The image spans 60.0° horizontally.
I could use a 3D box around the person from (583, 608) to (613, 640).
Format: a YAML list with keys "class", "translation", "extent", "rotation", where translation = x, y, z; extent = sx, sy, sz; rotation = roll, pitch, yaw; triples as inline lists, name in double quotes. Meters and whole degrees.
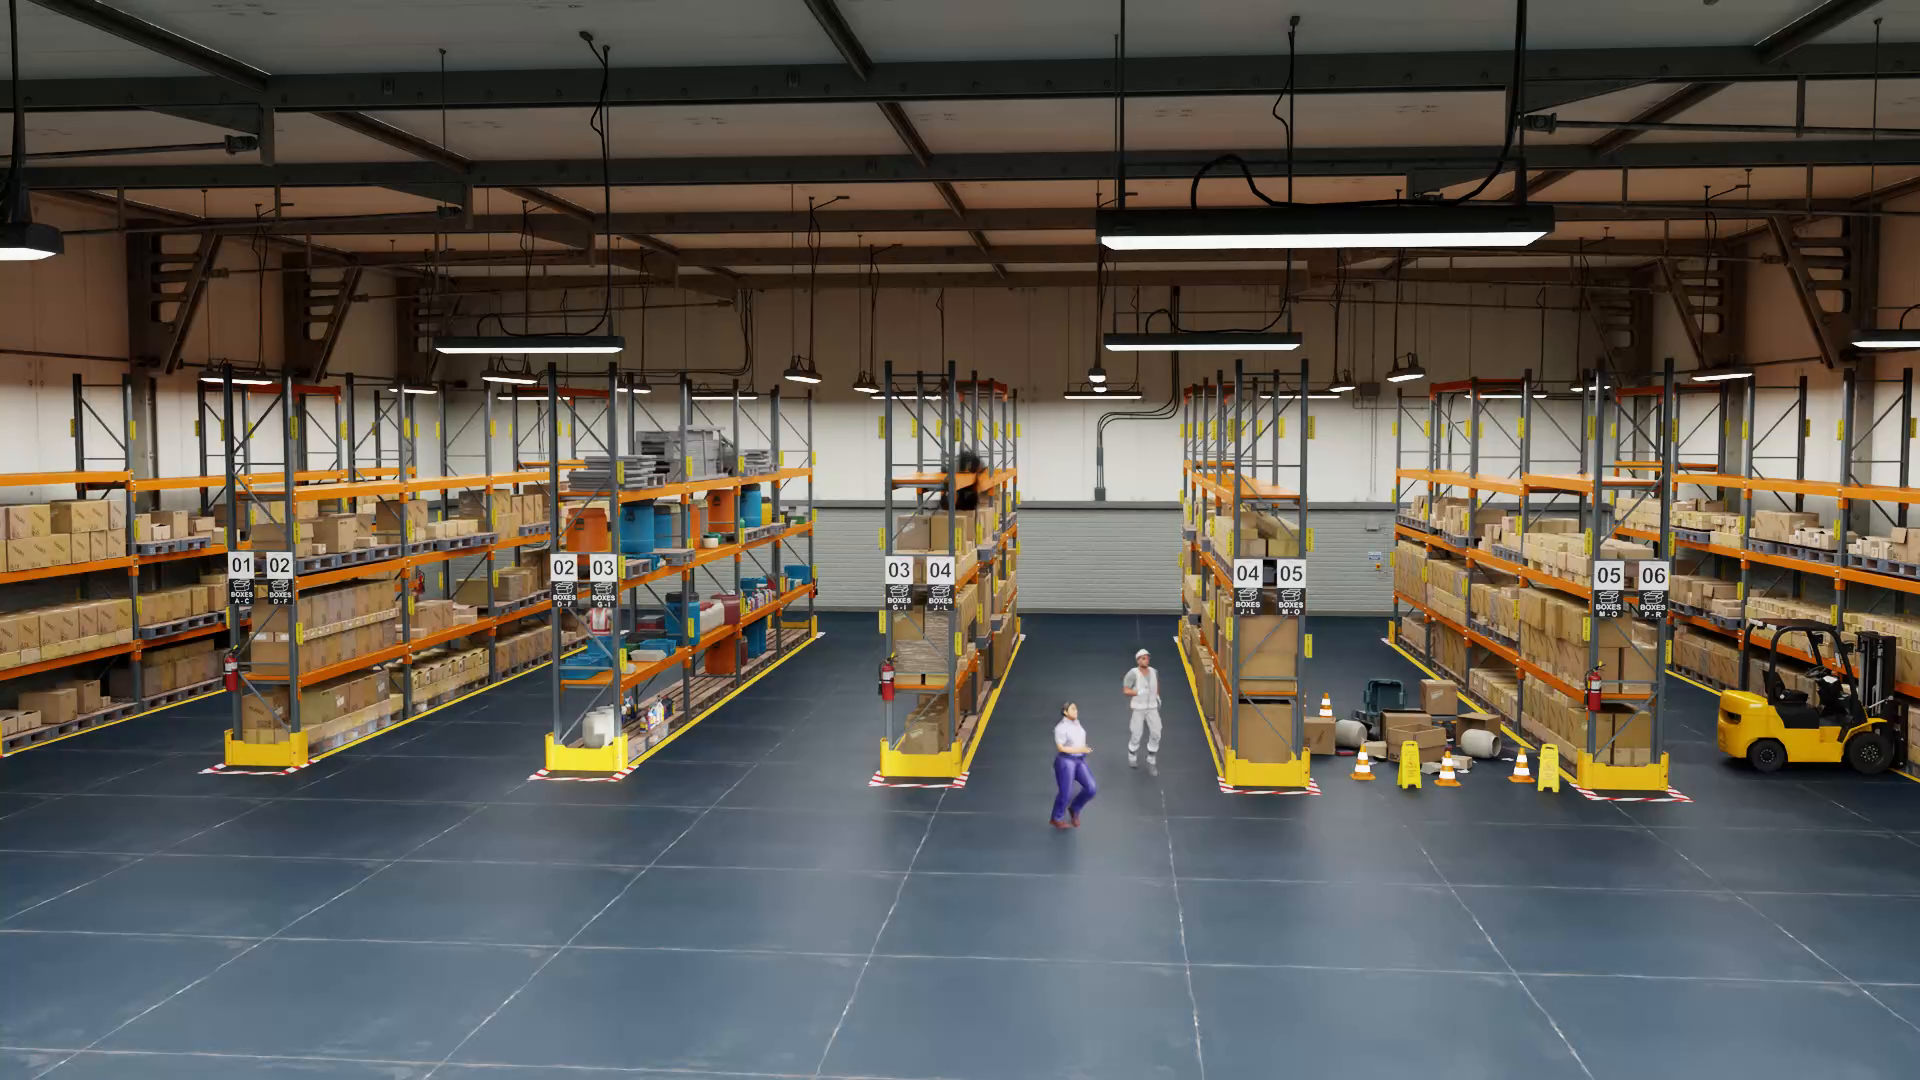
- class: "person"
  translation: [-7.176, 1.960, 33.075]
  extent: [0.655, 1.742, 0.593]
  rotation: [0, 4, -6]

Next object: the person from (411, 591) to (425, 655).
- class: "person"
  translation: [-11.200, 1.910, 34.133]
  extent: [0.633, 1.732, 0.789]
  rotation: [0, 4, -1]

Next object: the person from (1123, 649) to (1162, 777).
- class: "person"
  translation: [2.665, 2.505, 24.160]
  extent: [0.664, 1.850, 0.770]
  rotation: [-1, 4, -16]

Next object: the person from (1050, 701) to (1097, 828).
- class: "person"
  translation: [1.417, 2.816, 20.799]
  extent: [0.639, 1.621, 0.584]
  rotation: [4, 5, 43]
